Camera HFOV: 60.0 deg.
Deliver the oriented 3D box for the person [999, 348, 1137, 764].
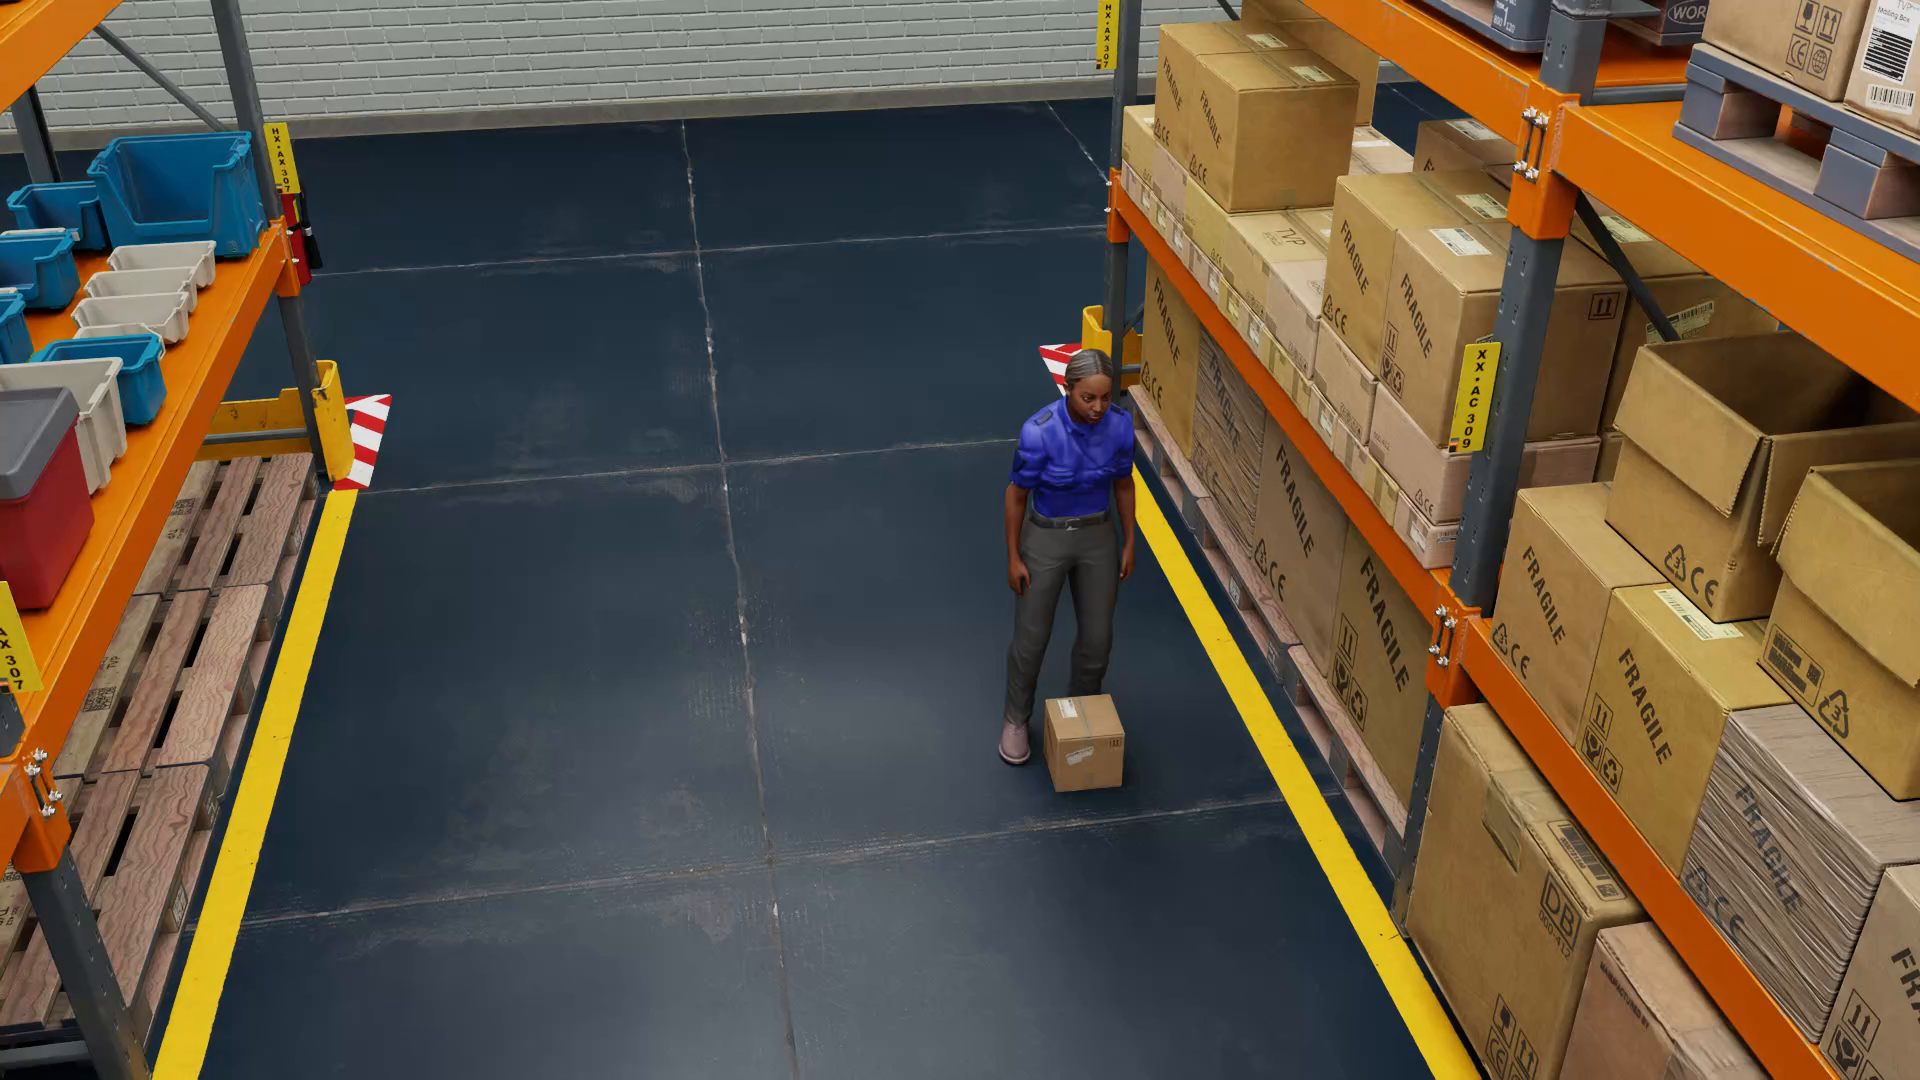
[{"bbox_3d":[0.385,0.044,6.064,0.521,1.654,0.351,-7,32,-12],"label":"person"}]
